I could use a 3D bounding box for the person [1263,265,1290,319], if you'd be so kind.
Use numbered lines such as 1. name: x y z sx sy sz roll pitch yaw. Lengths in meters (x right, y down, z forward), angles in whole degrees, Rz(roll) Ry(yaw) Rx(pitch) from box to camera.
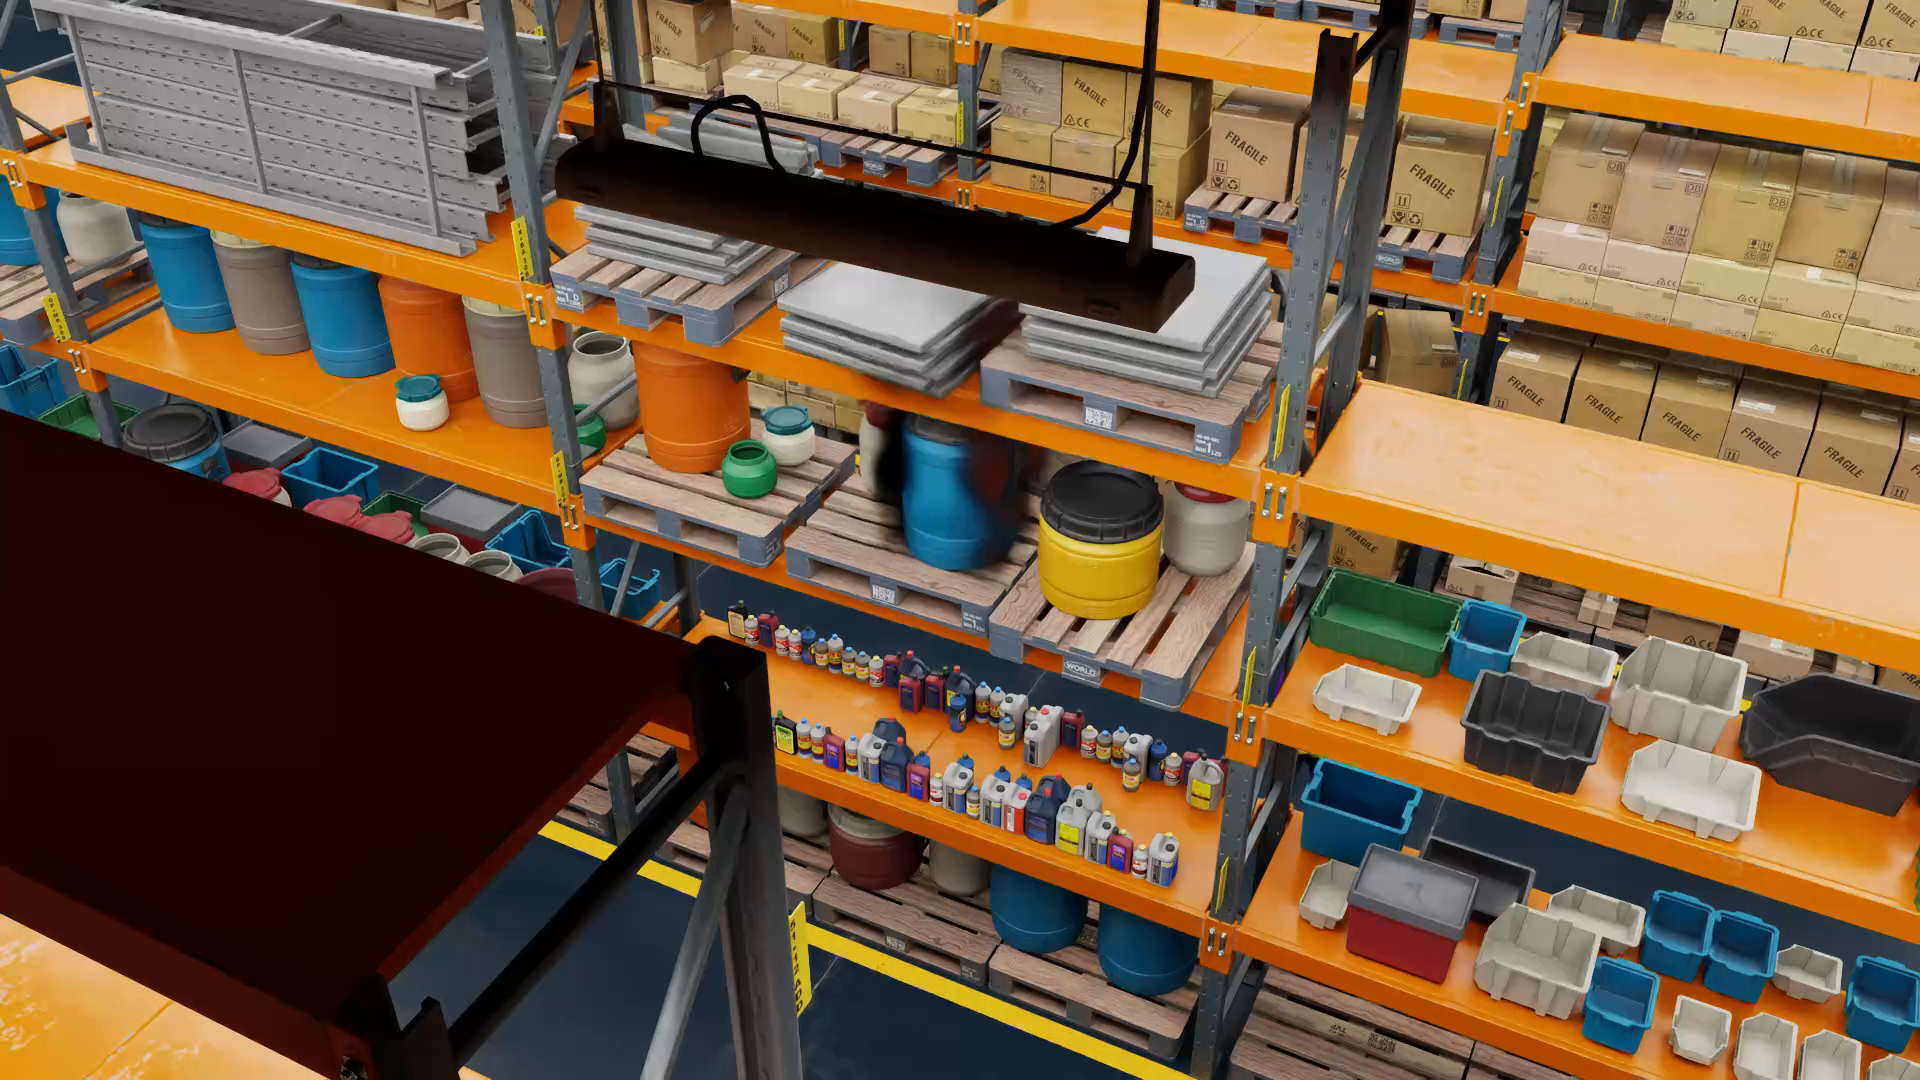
1. person: 3.017 -2.651 16.175 0.455 1.663 0.462 -12 37 -16

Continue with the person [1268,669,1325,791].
1. person: 2.228 1.292 10.445 0.586 1.771 0.491 11 37 15
